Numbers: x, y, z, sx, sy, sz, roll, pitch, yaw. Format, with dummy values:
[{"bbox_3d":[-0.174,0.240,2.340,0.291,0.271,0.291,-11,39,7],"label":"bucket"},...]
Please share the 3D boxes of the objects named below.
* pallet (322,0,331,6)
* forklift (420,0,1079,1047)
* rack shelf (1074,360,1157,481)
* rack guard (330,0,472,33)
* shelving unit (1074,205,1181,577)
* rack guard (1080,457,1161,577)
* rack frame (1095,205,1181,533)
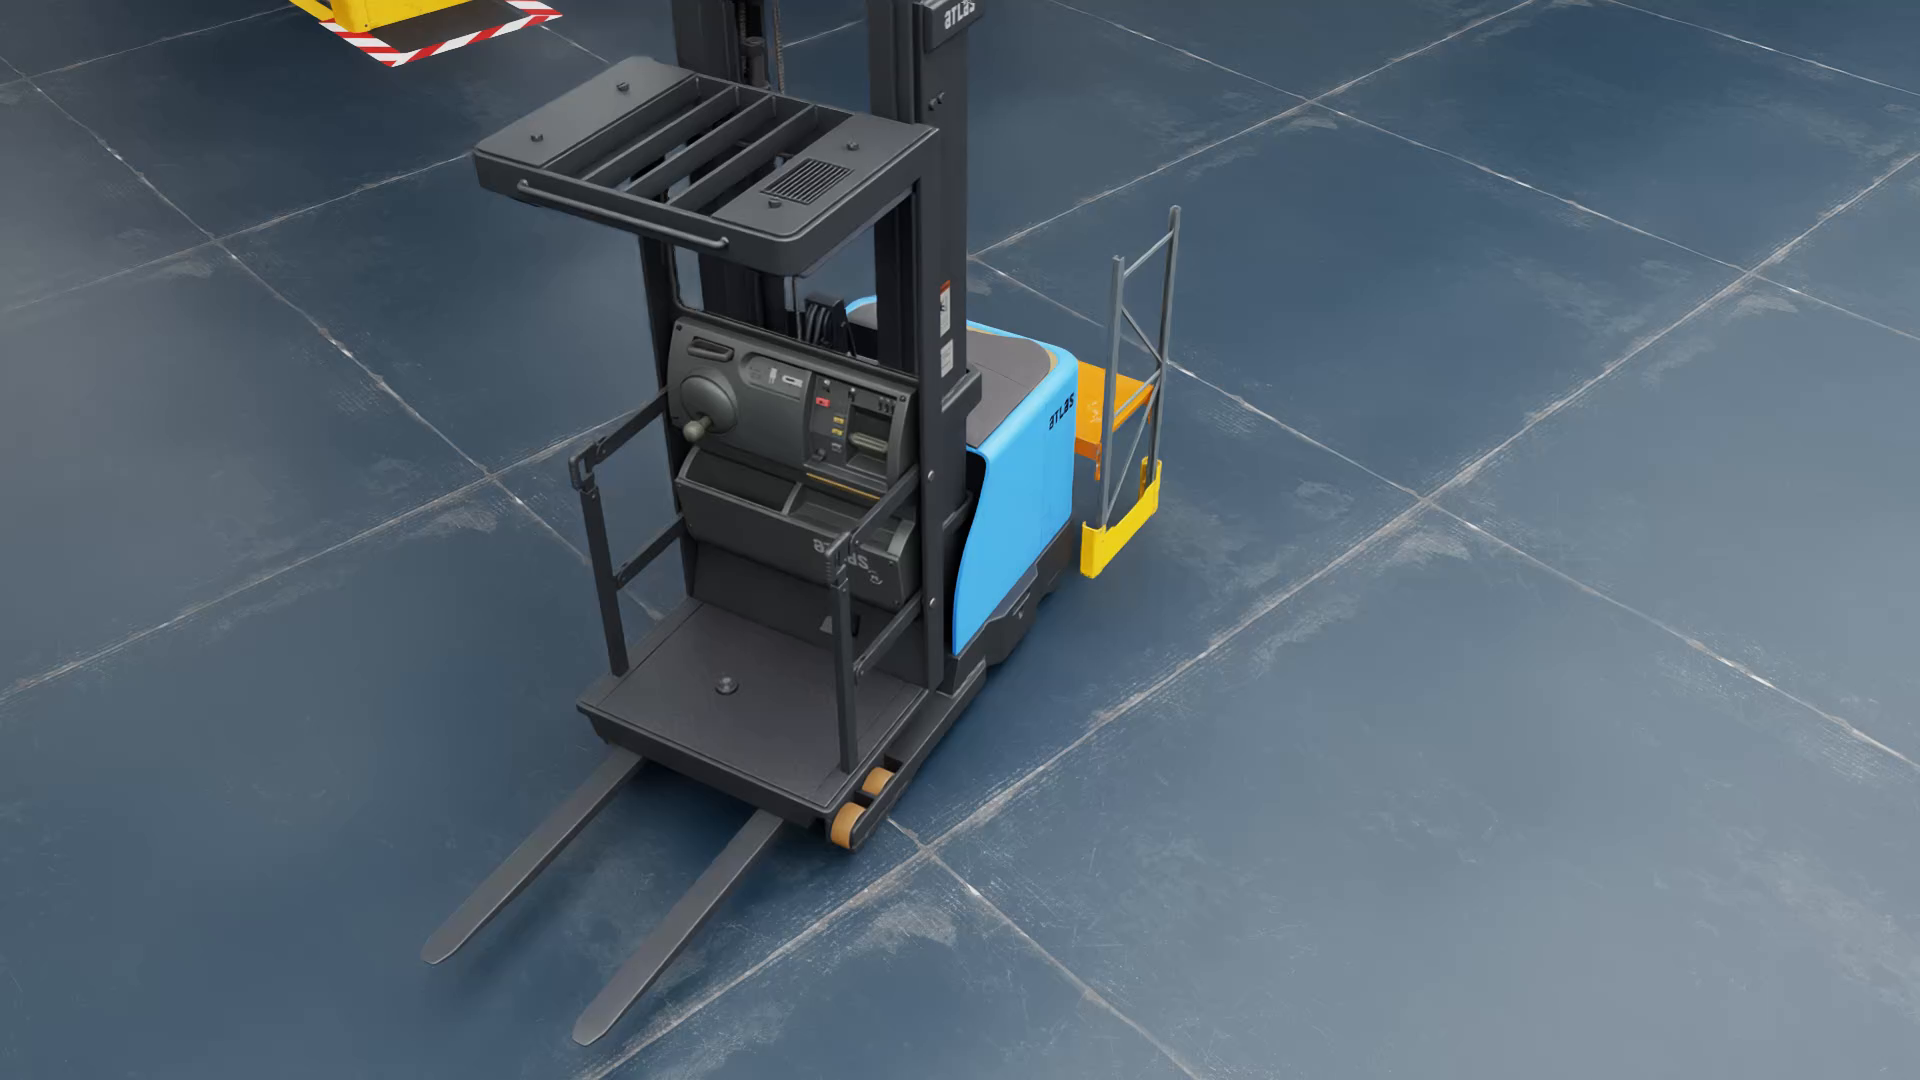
[{"bbox_3d":[-4.441,-4.333,12.447,1.003,0.211,1.213,-30,48,-32],"label":"pallet"},{"bbox_3d":[-0.681,-0.374,5.380,1.130,2.935,3.031,19,43,22],"label":"forklift"},{"bbox_3d":[0.285,-0.618,7.107,1.000,0.185,0.538,22,44,25],"label":"rack shelf"},{"bbox_3d":[-3.918,-4.054,11.872,1.175,0.500,0.348,-30,48,-32],"label":"rack guard"},{"bbox_3d":[0.277,-0.761,6.998,1.083,1.500,0.587,22,44,25],"label":"shelving unit"},{"bbox_3d":[0.696,-0.105,7.180,0.087,0.250,0.587,22,44,25],"label":"rack guard"},{"bbox_3d":[0.712,-0.584,6.780,0.032,1.500,0.500,22,44,25],"label":"rack frame"}]
